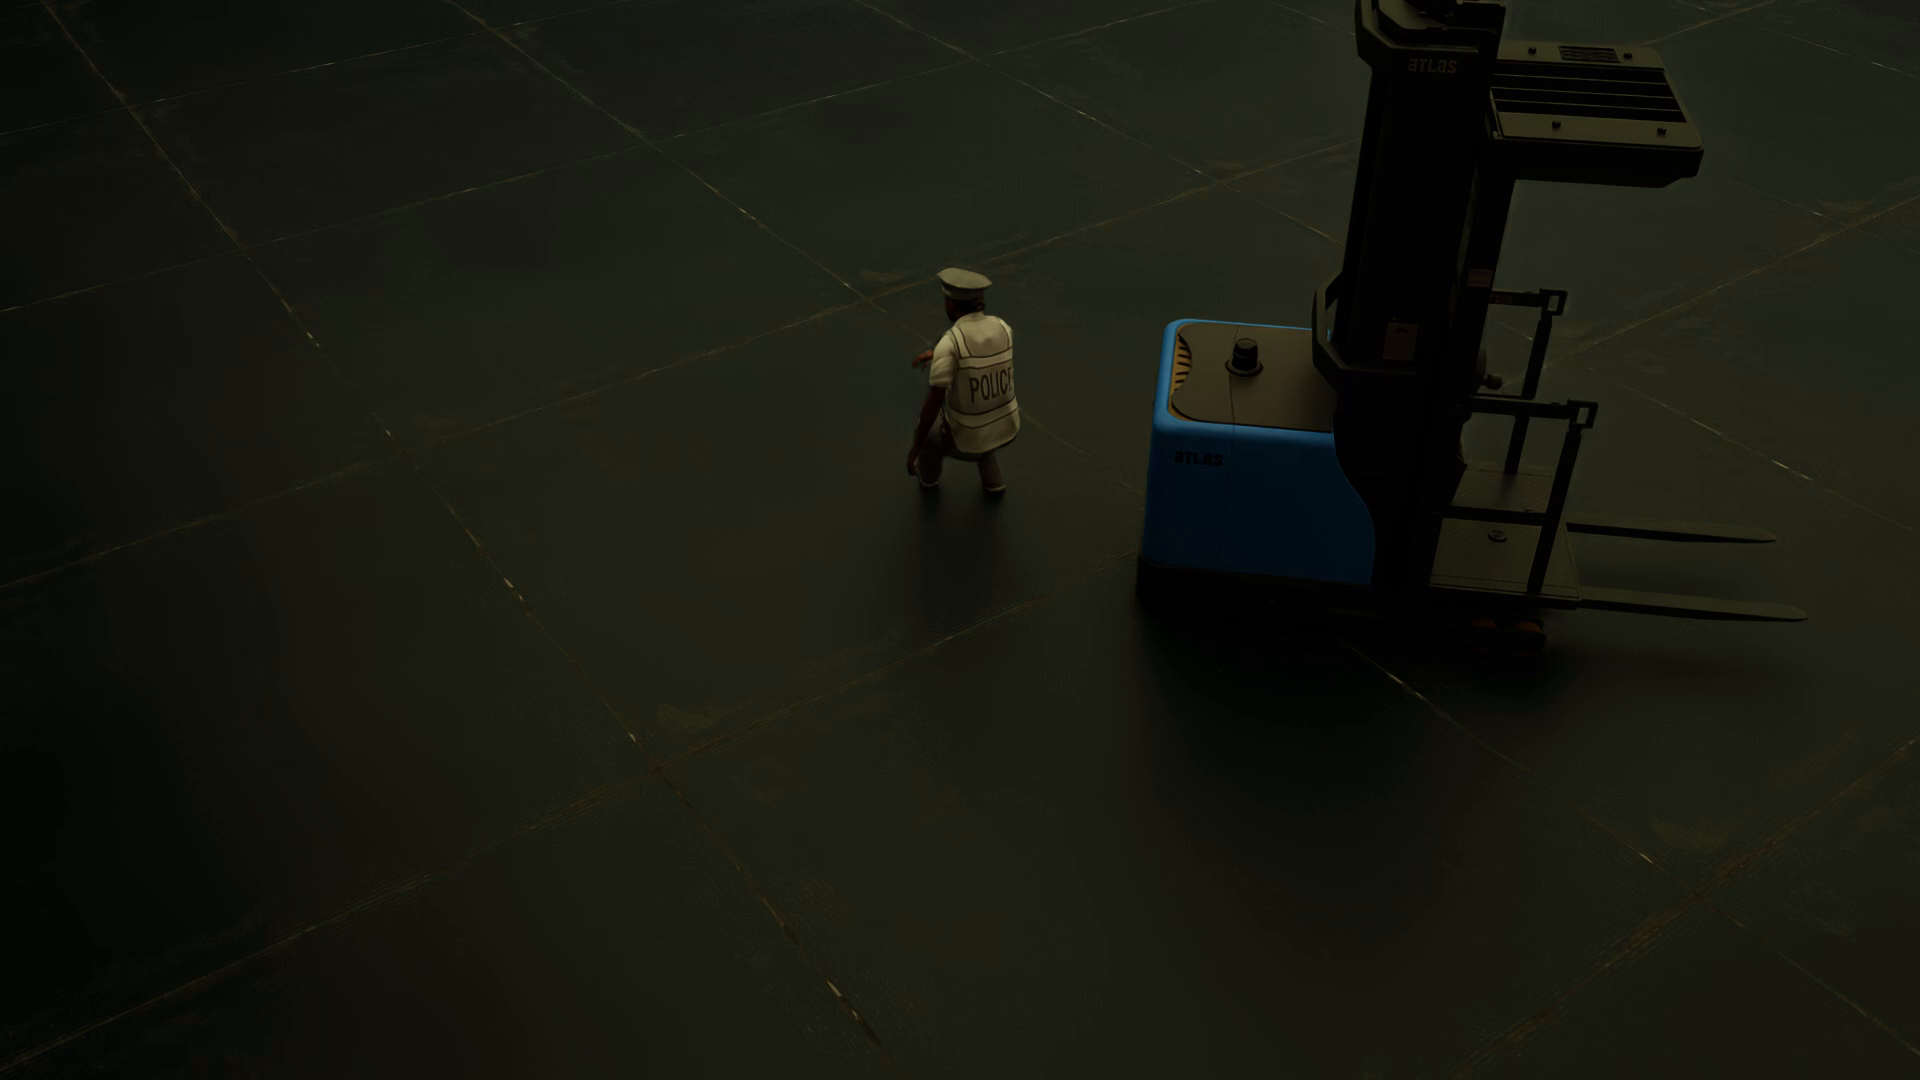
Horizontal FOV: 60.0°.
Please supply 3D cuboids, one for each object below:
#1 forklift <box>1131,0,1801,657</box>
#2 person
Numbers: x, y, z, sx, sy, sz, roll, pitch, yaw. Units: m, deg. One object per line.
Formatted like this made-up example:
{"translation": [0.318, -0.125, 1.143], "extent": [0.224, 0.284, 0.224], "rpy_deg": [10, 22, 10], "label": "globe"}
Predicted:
{"translation": [2.379, -0.981, 7.271], "extent": [3.031, 2.935, 1.130], "rpy_deg": [5, 37, 7], "label": "forklift"}
{"translation": [-0.115, -0.634, 8.174], "extent": [0.998, 1.409, 0.902], "rpy_deg": [-26, 44, -30], "label": "person"}
